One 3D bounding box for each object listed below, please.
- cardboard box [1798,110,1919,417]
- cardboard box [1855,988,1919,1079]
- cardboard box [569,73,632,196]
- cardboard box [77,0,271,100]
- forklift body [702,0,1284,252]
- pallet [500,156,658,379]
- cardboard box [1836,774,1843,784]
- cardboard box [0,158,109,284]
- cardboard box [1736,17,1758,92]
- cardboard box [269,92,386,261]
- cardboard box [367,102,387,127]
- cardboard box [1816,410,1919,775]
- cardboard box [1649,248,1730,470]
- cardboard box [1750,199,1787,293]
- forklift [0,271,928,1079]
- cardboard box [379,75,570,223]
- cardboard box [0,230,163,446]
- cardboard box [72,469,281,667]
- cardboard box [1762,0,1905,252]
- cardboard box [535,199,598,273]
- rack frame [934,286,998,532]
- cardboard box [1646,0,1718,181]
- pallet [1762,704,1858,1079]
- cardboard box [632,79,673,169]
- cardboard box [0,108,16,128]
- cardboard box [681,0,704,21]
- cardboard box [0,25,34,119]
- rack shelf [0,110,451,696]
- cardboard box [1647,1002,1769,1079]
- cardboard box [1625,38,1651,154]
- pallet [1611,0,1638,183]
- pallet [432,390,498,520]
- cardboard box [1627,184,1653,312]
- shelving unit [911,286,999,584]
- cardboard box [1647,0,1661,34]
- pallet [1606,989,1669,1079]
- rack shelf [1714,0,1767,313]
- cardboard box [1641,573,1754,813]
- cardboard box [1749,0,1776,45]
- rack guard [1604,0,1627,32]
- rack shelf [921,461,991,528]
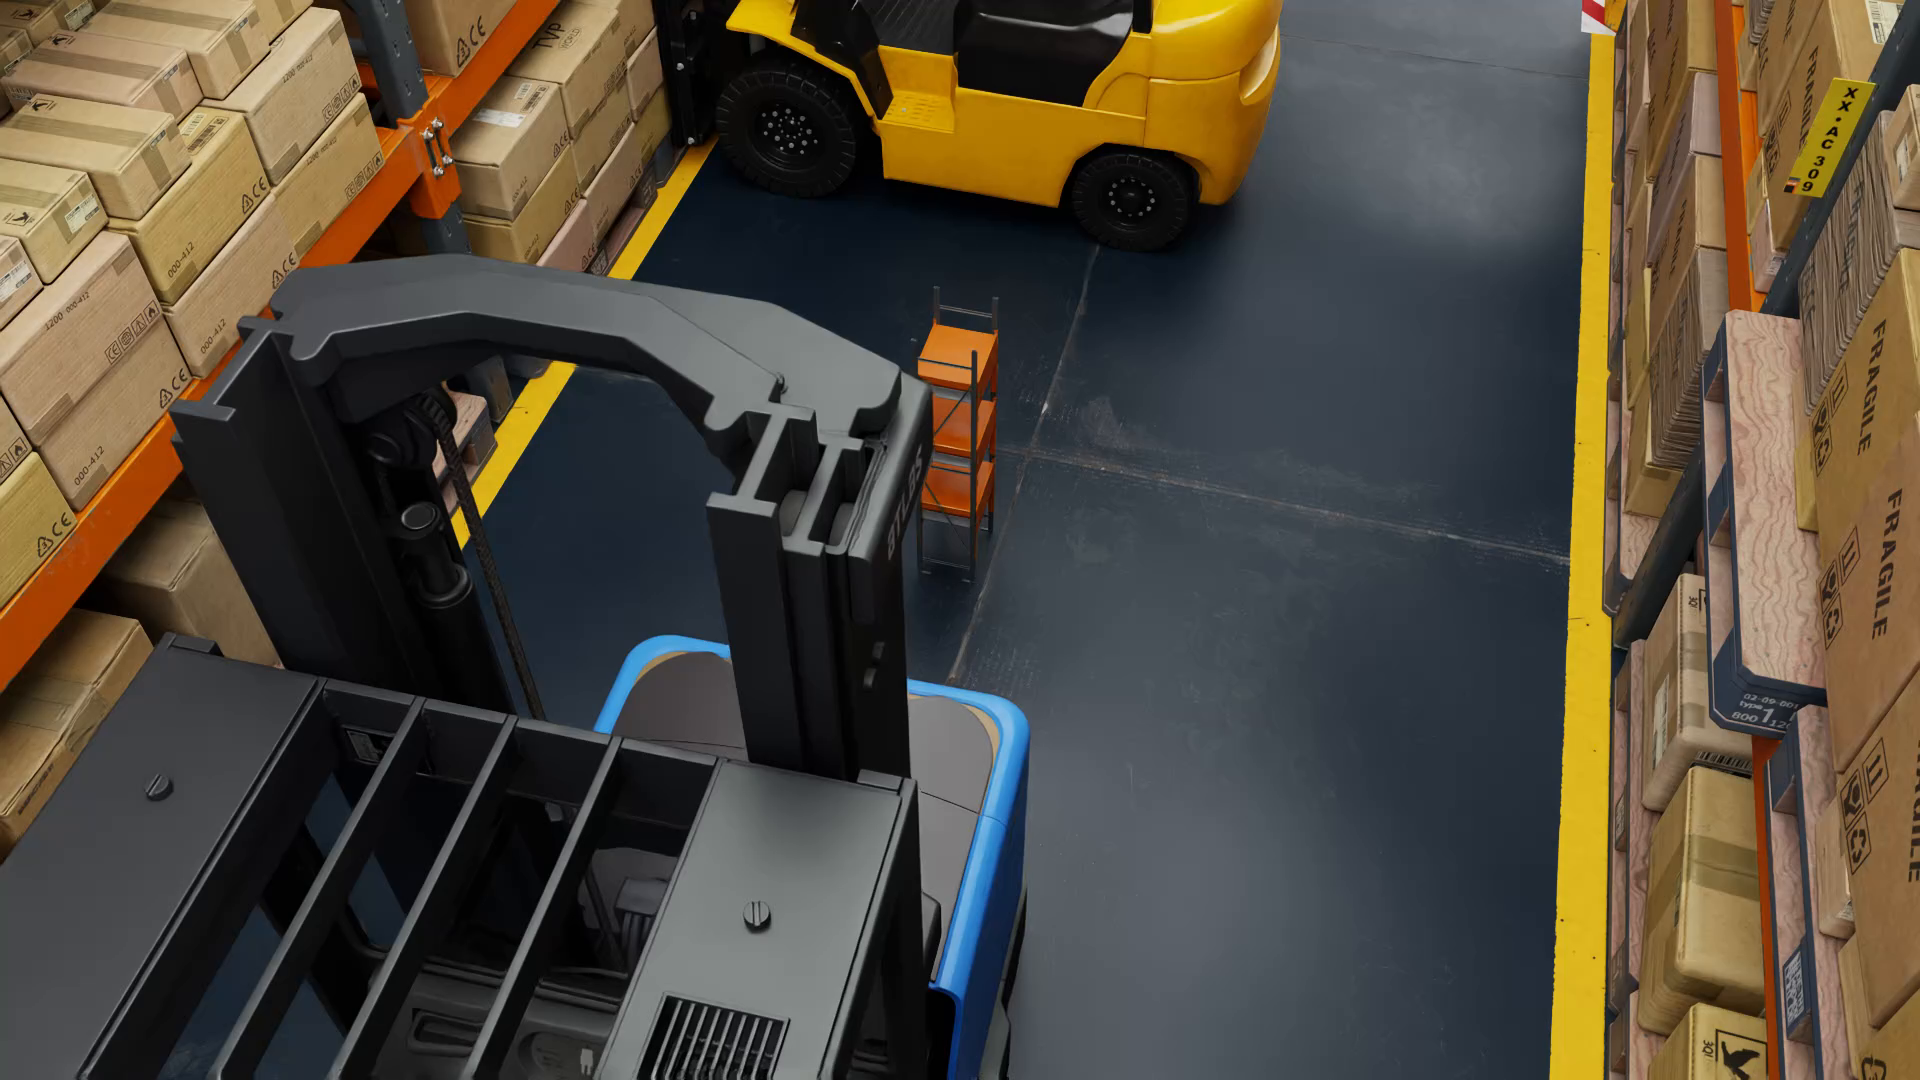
[{"bbox_3d":[2.231,-0.570,3.707,0.500,0.500,0.500,13,50,11],"label":"cardboard box"},{"bbox_3d":[1.687,0.916,2.396,0.500,0.500,0.500,9,49,7],"label":"cardboard box"},{"bbox_3d":[-1.603,-1.607,6.388,0.500,0.250,0.500,11,50,10],"label":"cardboard box"},{"bbox_3d":[-2.085,-1.325,4.420,0.380,0.149,0.250,11,49,9],"label":"cardboard box"},{"bbox_3d":[0.155,-2.440,6.469,2.313,2.155,1.214,12,50,10],"label":"forklift body"},{"bbox_3d":[-1.909,-1.203,6.671,1.003,0.211,1.213,12,50,10],"label":"pallet"},{"bbox_3d":[1.931,0.455,3.235,0.380,0.149,0.250,12,50,10],"label":"cardboard box"},{"bbox_3d":[-2.271,-0.765,3.925,0.380,0.149,0.250,10,49,9],"label":"cardboard box"},{"bbox_3d":[2.686,-1.527,5.265,0.380,0.149,0.250,11,49,9],"label":"cardboard box"},{"bbox_3d":[-2.039,-1.093,4.814,0.500,0.250,0.500,13,50,11],"label":"cardboard box"},{"bbox_3d":[-2.216,-1.513,5.972,0.500,0.250,0.500,12,50,11],"label":"cardboard box"},{"bbox_3d":[1.956,0.147,3.074,0.500,0.500,0.500,11,50,10],"label":"cardboard box"},{"bbox_3d":[2.528,-0.540,5.280,0.500,0.500,0.500,11,49,10],"label":"cardboard box"},{"bbox_3d":[2.422,-0.792,4.615,0.380,0.149,0.250,11,50,10],"label":"cardboard box"},{"bbox_3d":[-0.655,1.121,2.805,1.121,2.935,3.031,10,49,9],"label":"forklift"},{"bbox_3d":[-1.729,-1.407,5.878,0.500,0.250,0.500,11,49,9],"label":"cardboard box"},{"bbox_3d":[-2.310,-0.527,3.981,0.500,0.250,0.500,12,50,11],"label":"cardboard box"},{"bbox_3d":[-2.497,0.027,5.029,0.875,0.625,0.625,11,50,10],"label":"cardboard box"},{"bbox_3d":[2.508,-1.084,4.441,0.500,0.500,0.500,10,49,9],"label":"cardboard box"},{"bbox_3d":[-1.712,-1.072,6.250,0.500,0.250,0.500,12,50,10],"label":"cardboard box"},{"bbox_3d":[0.018,-0.397,5.400,0.200,1.050,0.008,12,50,10],"label":"rack frame"},{"bbox_3d":[2.926,-1.666,6.273,0.500,0.500,0.500,12,50,11],"label":"cardboard box"},{"bbox_3d":[2.060,0.935,3.052,1.003,0.211,1.213,12,50,10],"label":"pallet"},{"bbox_3d":[-1.473,-1.818,6.907,0.500,0.250,0.500,12,50,11],"label":"cardboard box"},{"bbox_3d":[-2.682,-0.997,4.396,0.500,0.250,0.500,11,50,10],"label":"cardboard box"},{"bbox_3d":[-1.325,-2.333,7.029,0.500,0.250,0.500,11,50,10],"label":"cardboard box"},{"bbox_3d":[-2.646,-1.230,4.336,0.380,0.149,0.250,11,50,10],"label":"cardboard box"},{"bbox_3d":[-2.685,0.126,4.118,1.077,0.370,4.000,12,50,10],"label":"rack shelf"},{"bbox_3d":[2.128,1.552,3.852,0.950,0.372,0.625,13,50,11],"label":"cardboard box"},{"bbox_3d":[3.063,-1.808,6.899,0.500,0.250,0.500,13,50,11],"label":"cardboard box"},{"bbox_3d":[3.416,-1.917,7.301,1.003,0.211,1.213,12,50,10],"label":"pallet"},{"bbox_3d":[-2.315,-0.096,5.693,1.003,0.211,1.213,12,50,10],"label":"pallet"},{"bbox_3d":[2.796,-1.046,6.226,0.500,0.250,0.500,12,50,11],"label":"cardboard box"},{"bbox_3d":[-0.014,-0.309,5.322,0.215,1.050,0.252,12,50,10],"label":"shelving unit"},{"bbox_3d":[3.199,-2.406,6.927,0.500,0.500,0.500,10,49,9],"label":"cardboard box"},{"bbox_3d":[2.108,1.789,4.030,1.003,0.211,1.213,12,50,10],"label":"pallet"},{"bbox_3d":[3.157,-1.791,5.810,1.077,0.370,4.000,12,50,10],"label":"rack shelf"},{"bbox_3d":[2.495,0.528,4.756,0.950,0.372,0.625,12,50,11],"label":"cardboard box"},{"bbox_3d":[2.769,-1.834,5.103,0.500,0.500,0.500,13,50,11],"label":"cardboard box"},{"bbox_3d":[3.664,-2.593,7.705,1.175,0.500,0.348,12,50,10],"label":"rack guard"},{"bbox_3d":[-0.014,-0.163,5.487,0.184,0.087,0.229,12,50,10],"label":"rack shelf"}]
